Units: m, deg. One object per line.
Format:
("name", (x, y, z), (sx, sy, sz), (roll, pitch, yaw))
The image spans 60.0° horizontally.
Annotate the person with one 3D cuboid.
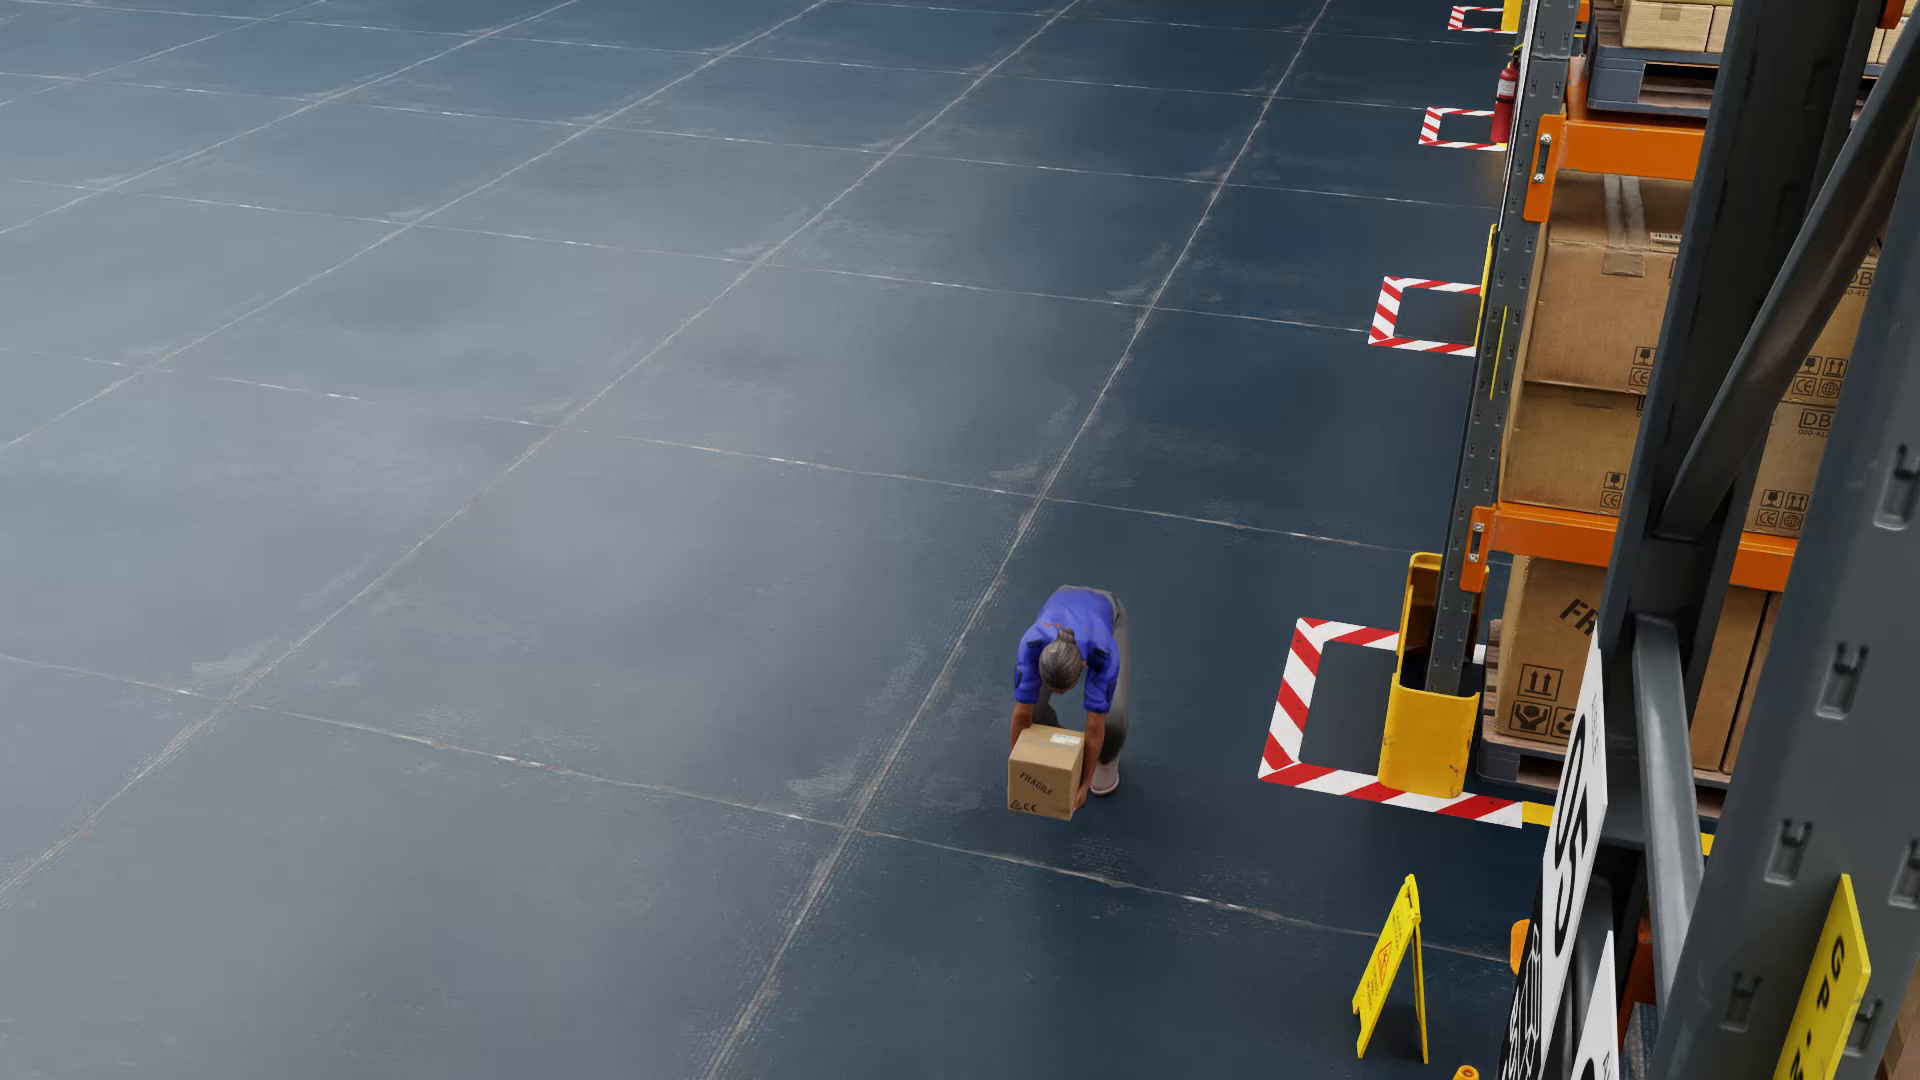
("person", (0.450, 0.640, 6.702), (0.468, 0.969, 0.861), (7, 30, 13))
